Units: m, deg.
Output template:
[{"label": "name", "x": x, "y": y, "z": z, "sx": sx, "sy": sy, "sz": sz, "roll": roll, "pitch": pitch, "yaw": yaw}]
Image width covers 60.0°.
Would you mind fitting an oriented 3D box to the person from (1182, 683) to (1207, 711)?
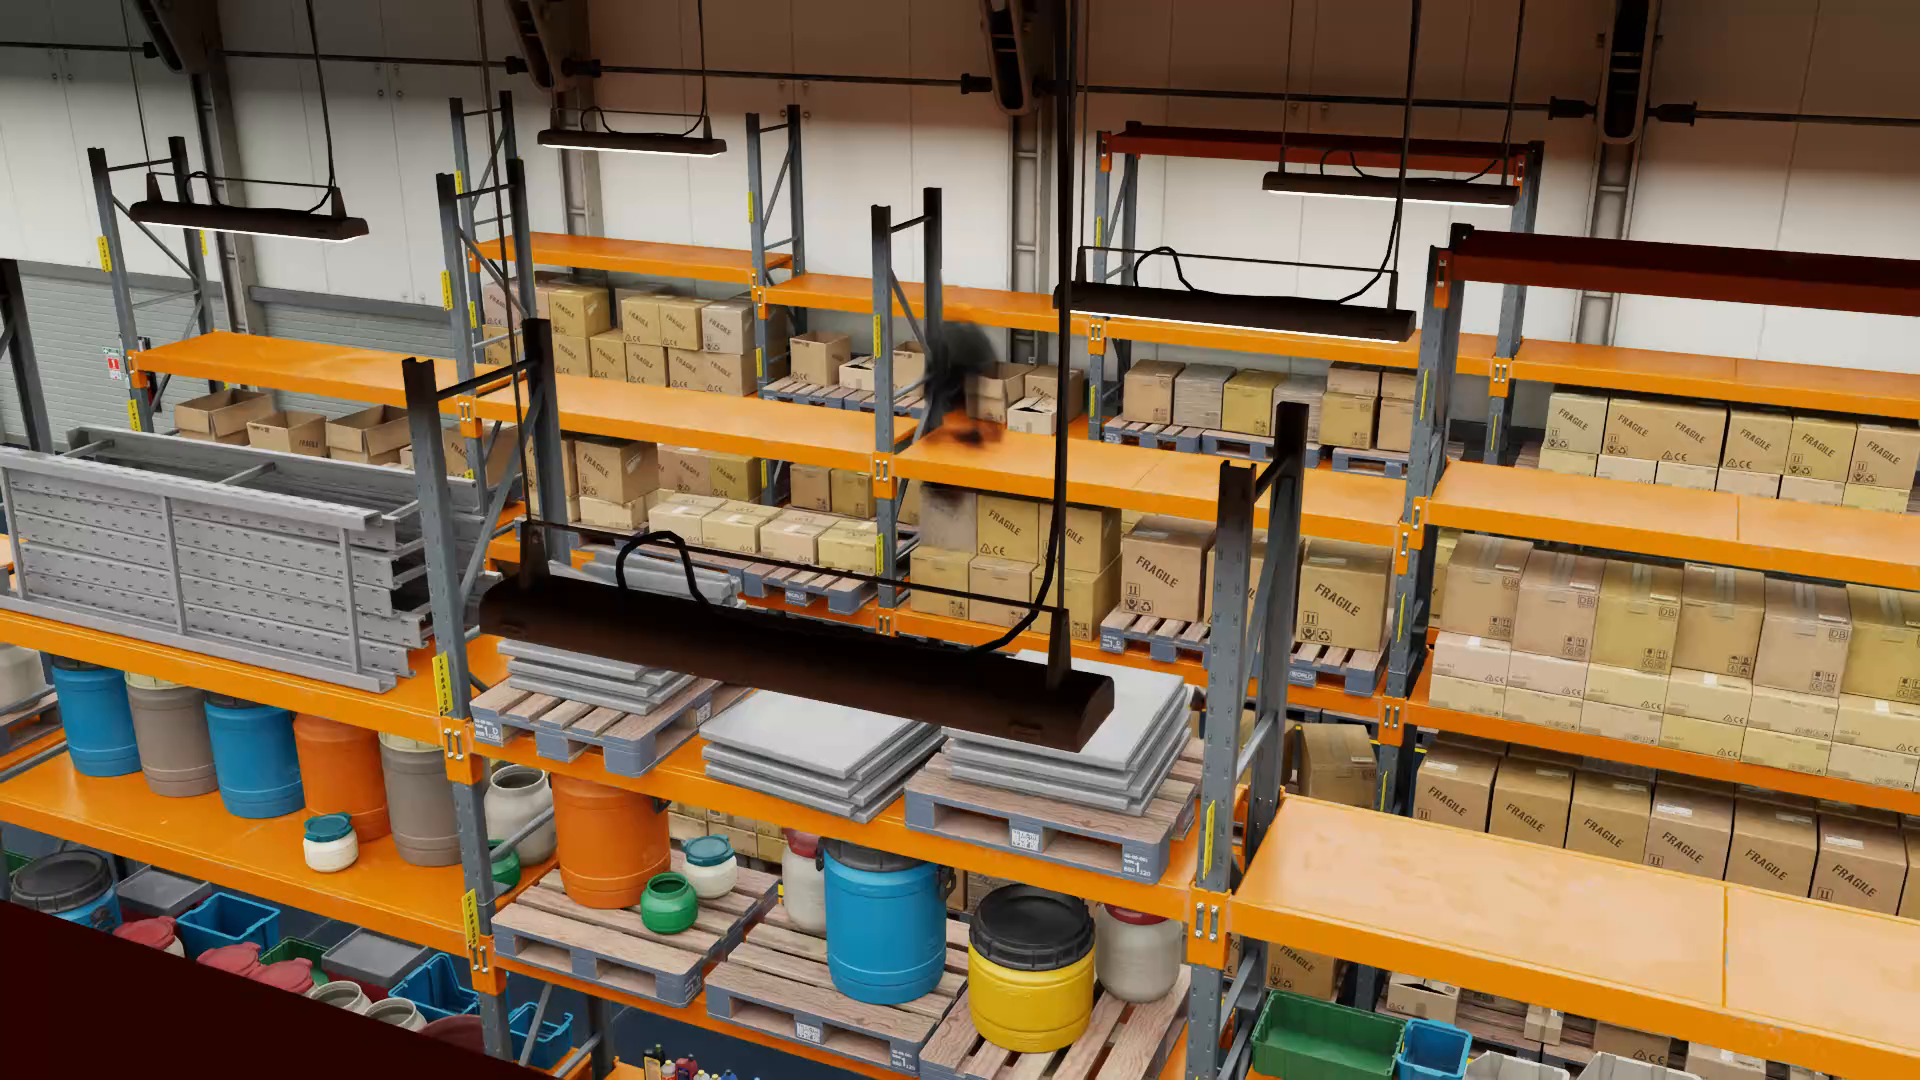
[{"label": "person", "x": 1.904, "y": 1.871, "z": 15.142, "sx": 0.990, "sy": 1.792, "sz": 0.681, "roll": 9, "pitch": 22, "yaw": 23}]
